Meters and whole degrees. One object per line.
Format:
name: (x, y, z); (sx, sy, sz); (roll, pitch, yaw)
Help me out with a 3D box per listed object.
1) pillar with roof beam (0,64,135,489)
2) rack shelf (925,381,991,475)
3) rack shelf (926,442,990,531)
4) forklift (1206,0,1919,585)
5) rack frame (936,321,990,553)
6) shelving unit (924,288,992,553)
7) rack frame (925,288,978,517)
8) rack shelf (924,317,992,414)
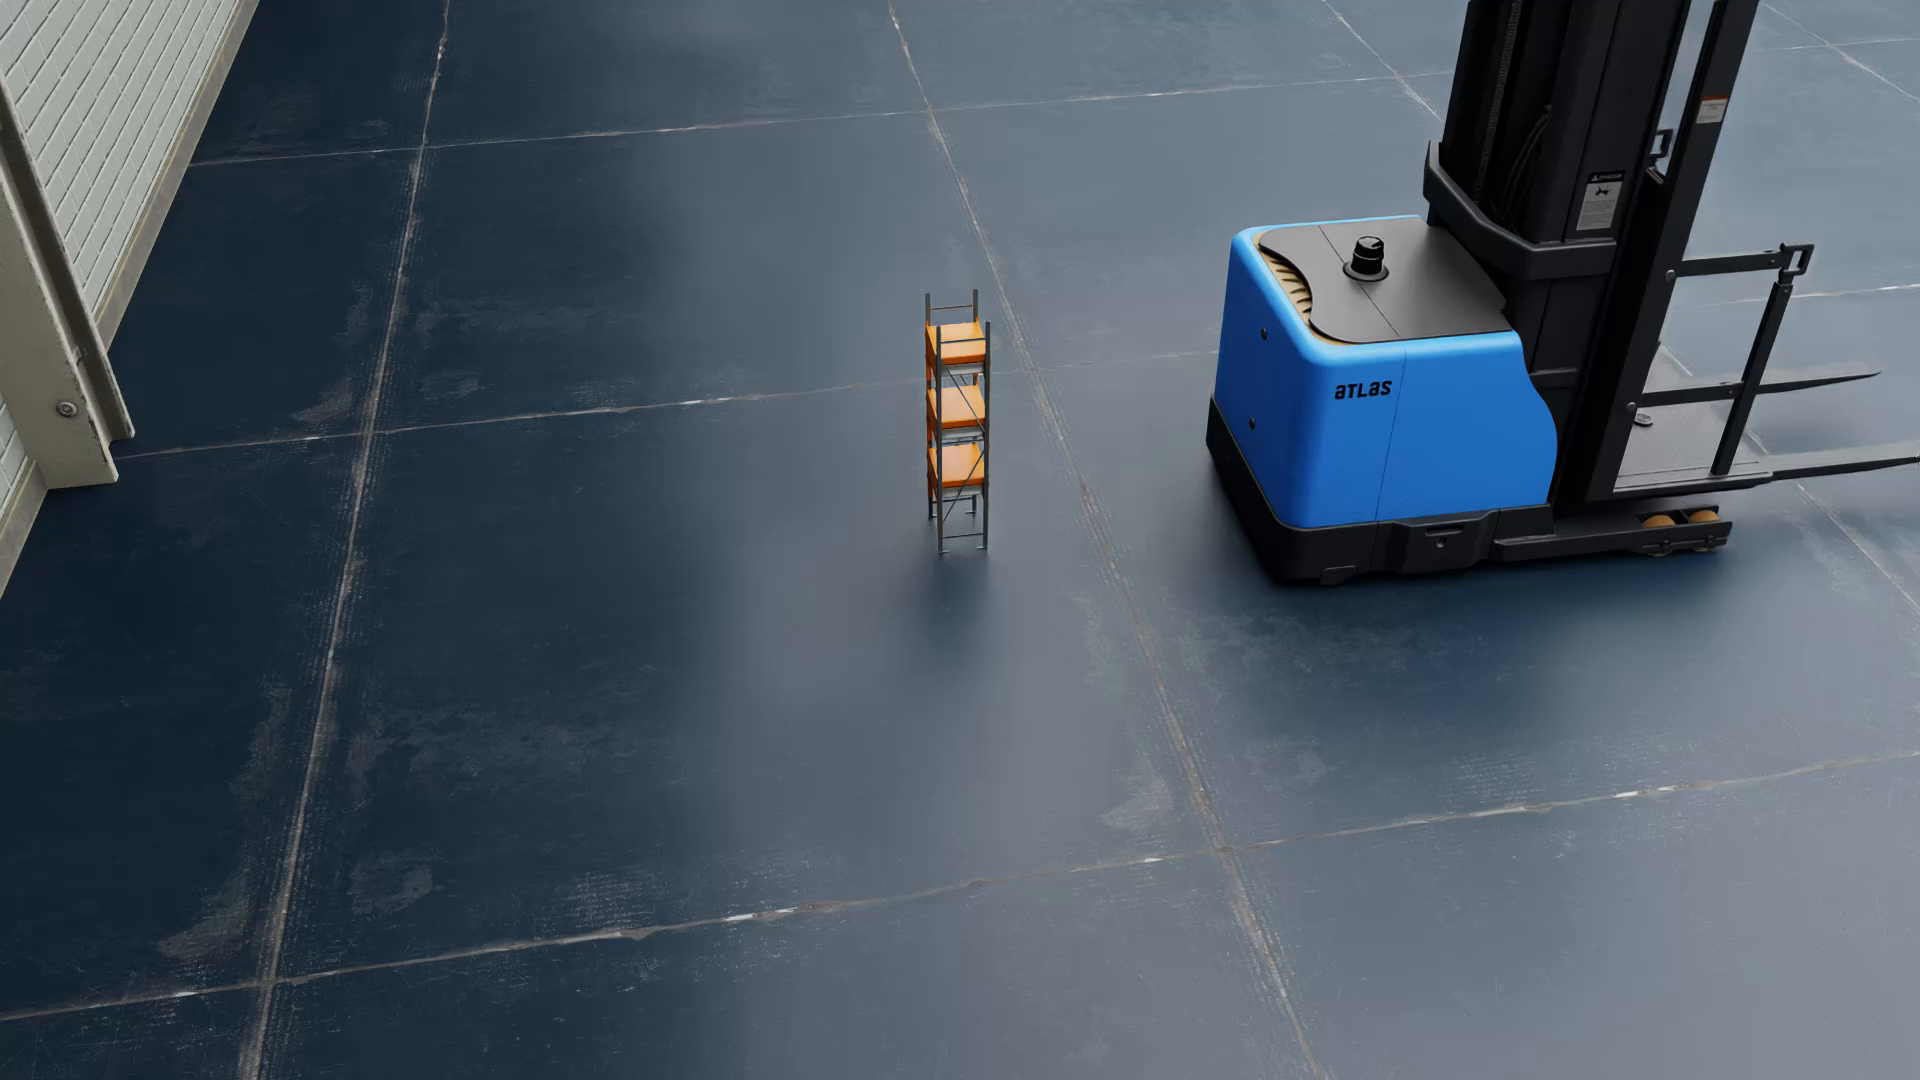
pillar with roof beam: (0.465, -4.365, 5.034); (9.100, 9.000, 0.400); (-6, 38, -8)
rack shelf: (-0.009, -0.439, 6.476); (0.215, 0.259, 0.240); (-6, 38, -8)
rack shelf: (-0.009, -0.219, 6.647); (0.215, 0.259, 0.240); (-6, 38, -8)
forklift: (2.624, -1.406, 6.171); (3.031, 2.935, 1.130); (-6, 38, -7)
rack frame: (0.012, -0.373, 6.375); (0.200, 1.050, 0.008); (-6, 38, -8)
shelving unit: (-0.009, -0.447, 6.470); (0.215, 1.050, 0.252); (-6, 38, -8)
rack frame: (-0.031, -0.521, 6.564); (0.200, 1.050, 0.008); (-6, 38, -8)
rack shelf: (-0.009, -0.663, 6.302); (0.215, 0.259, 0.240); (-6, 38, -8)
